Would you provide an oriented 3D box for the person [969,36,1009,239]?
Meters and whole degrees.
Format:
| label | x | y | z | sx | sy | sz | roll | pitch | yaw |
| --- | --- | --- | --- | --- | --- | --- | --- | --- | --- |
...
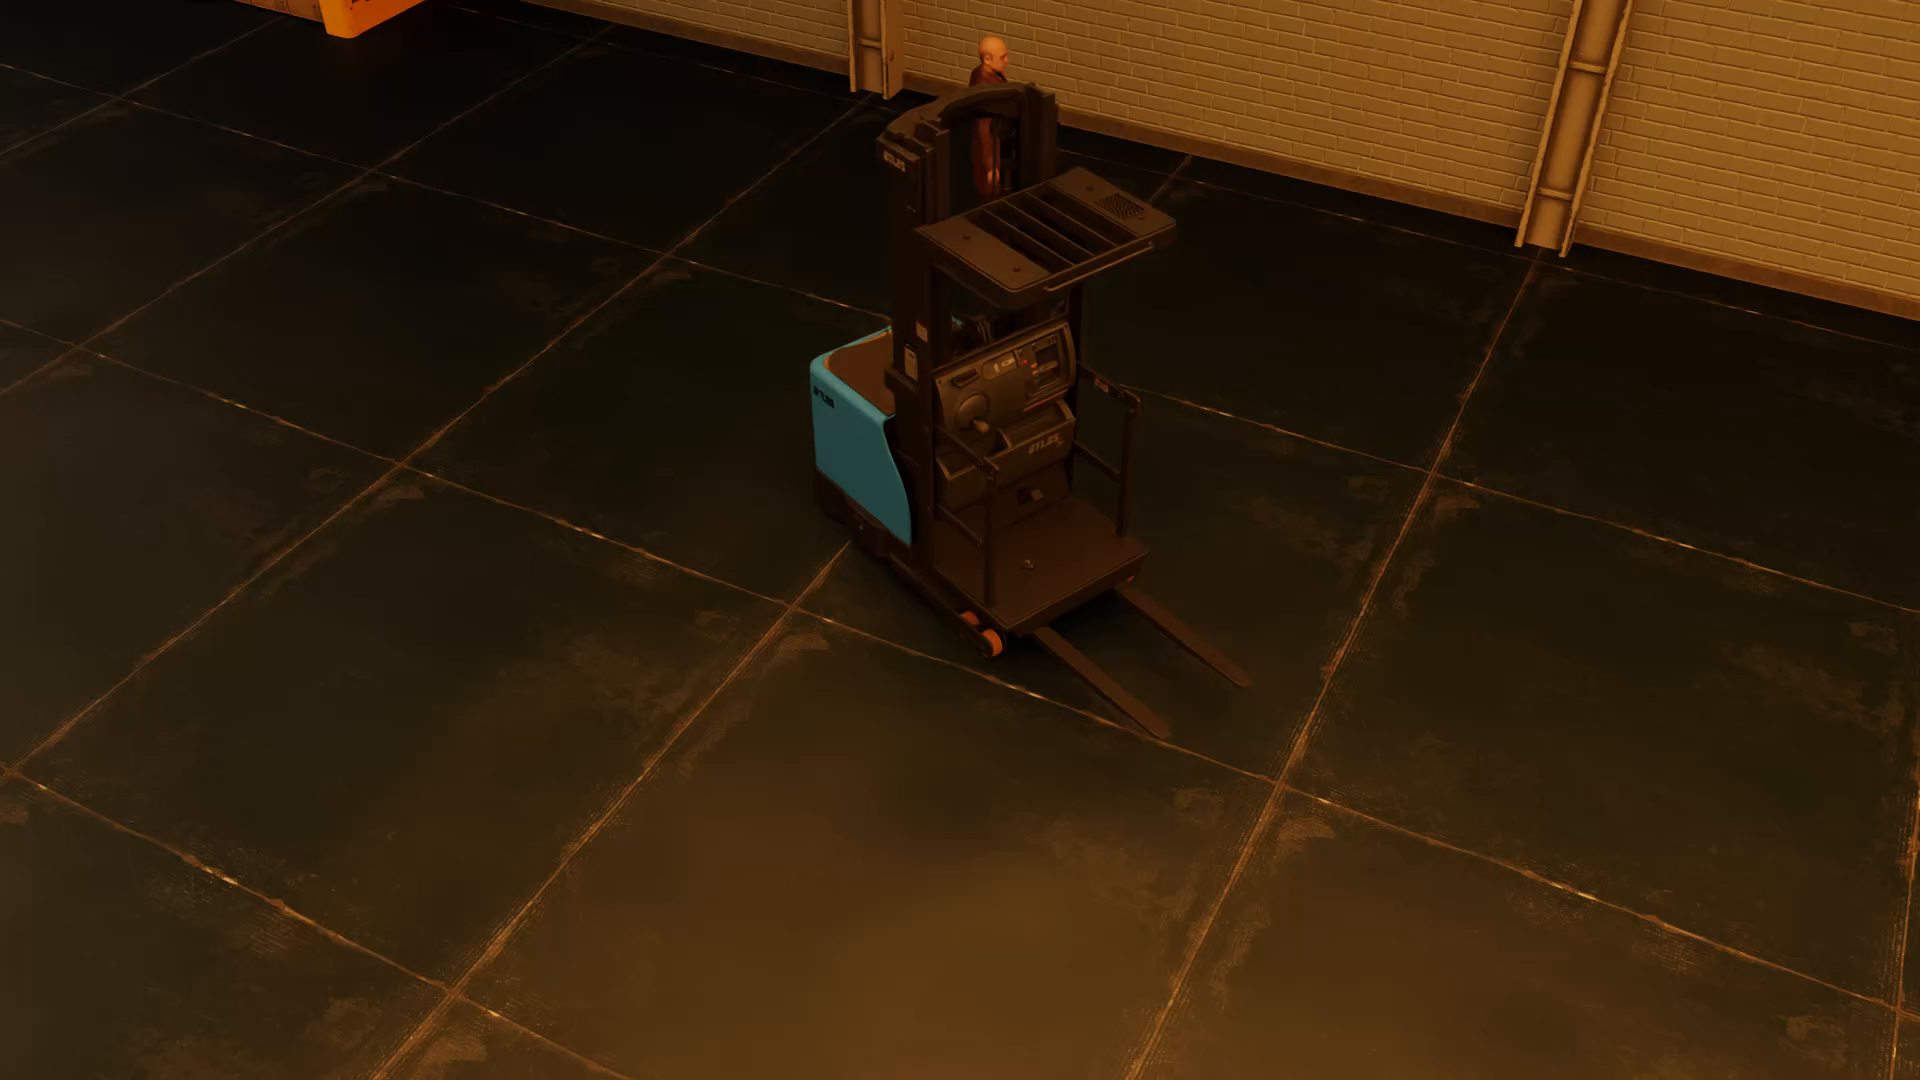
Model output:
| label | x | y | z | sx | sy | sz | roll | pitch | yaw |
| --- | --- | --- | --- | --- | --- | --- | --- | --- | --- |
| person | 0.276 | -2.849 | 12.263 | 0.428 | 1.782 | 0.655 | -3 | 40 | -4 |

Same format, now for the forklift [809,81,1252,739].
| label | x | y | z | sx | sy | sz | roll | pitch | yaw |
| --- | --- | --- | --- | --- | --- | --- | --- | --- | --- |
| forklift | 0.388 | -0.814 | 8.953 | 1.130 | 2.935 | 3.031 | -27 | 47 | -28 |
